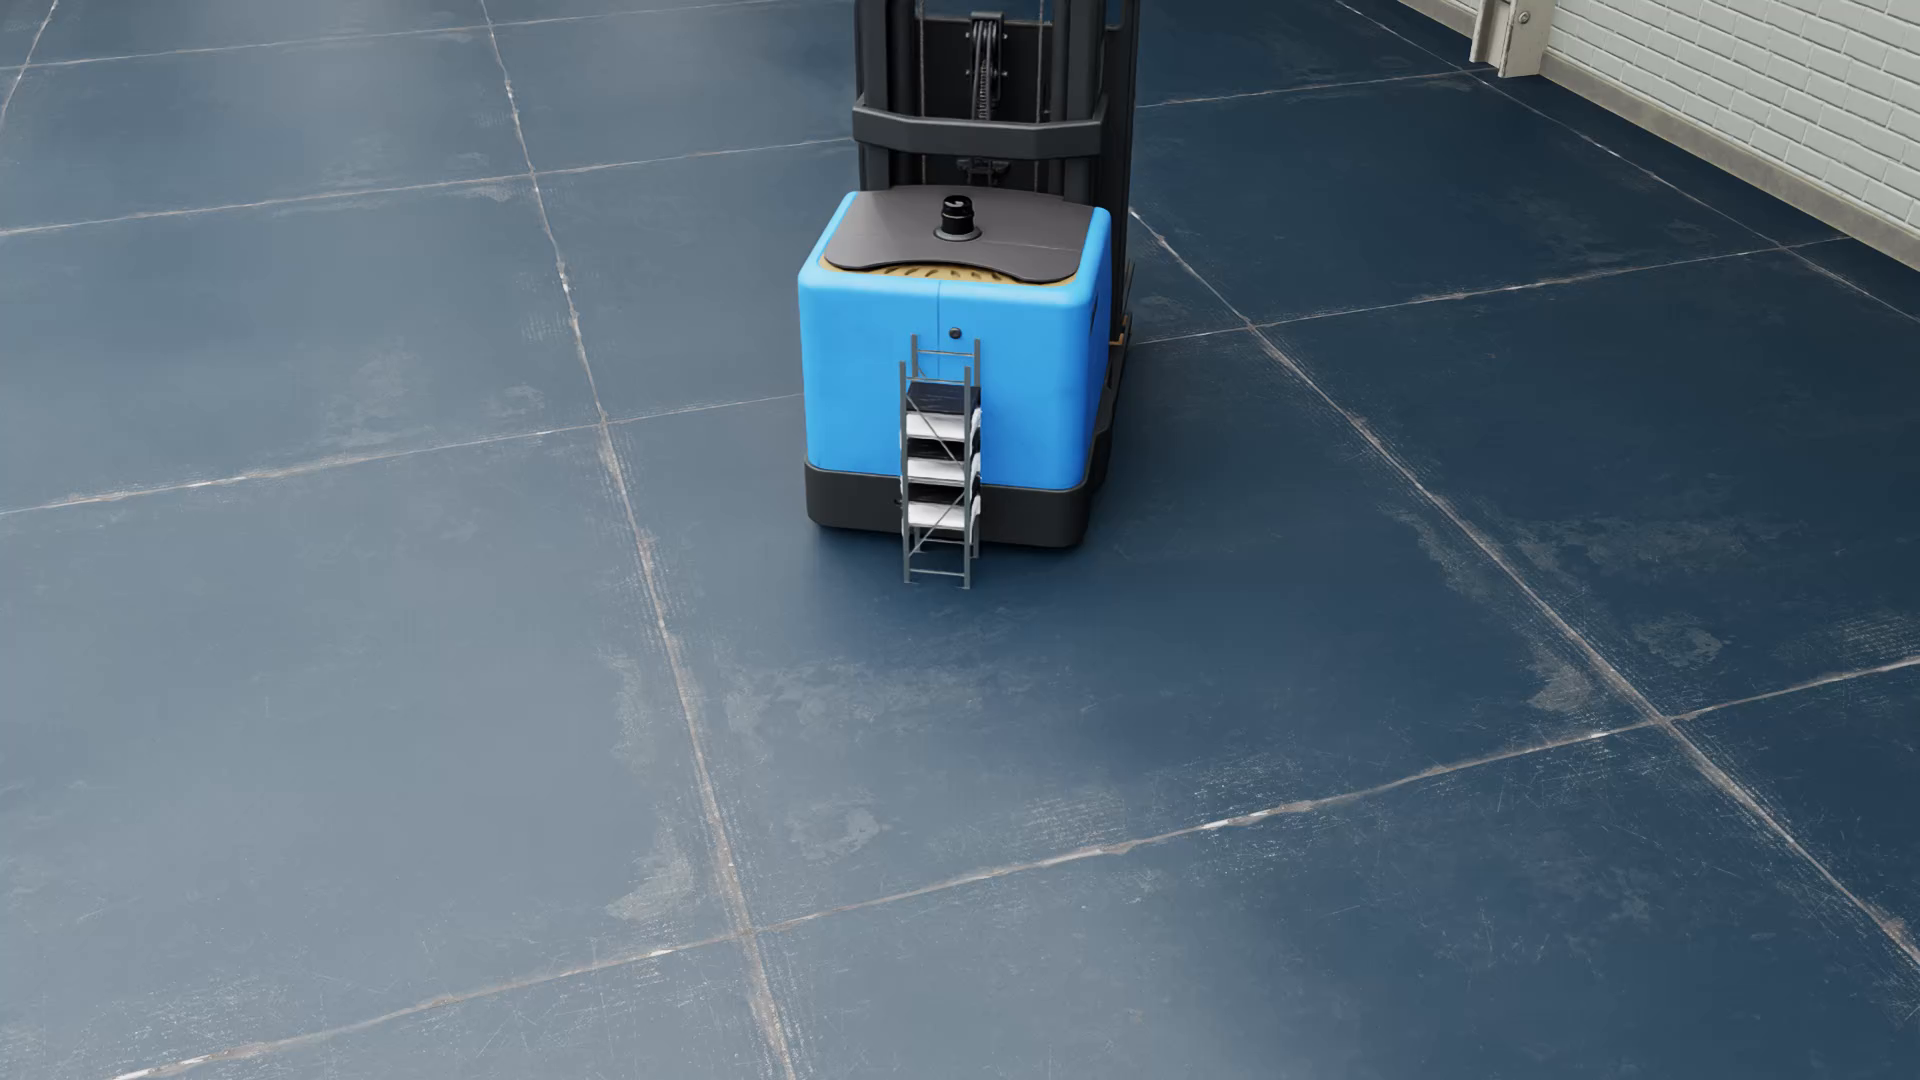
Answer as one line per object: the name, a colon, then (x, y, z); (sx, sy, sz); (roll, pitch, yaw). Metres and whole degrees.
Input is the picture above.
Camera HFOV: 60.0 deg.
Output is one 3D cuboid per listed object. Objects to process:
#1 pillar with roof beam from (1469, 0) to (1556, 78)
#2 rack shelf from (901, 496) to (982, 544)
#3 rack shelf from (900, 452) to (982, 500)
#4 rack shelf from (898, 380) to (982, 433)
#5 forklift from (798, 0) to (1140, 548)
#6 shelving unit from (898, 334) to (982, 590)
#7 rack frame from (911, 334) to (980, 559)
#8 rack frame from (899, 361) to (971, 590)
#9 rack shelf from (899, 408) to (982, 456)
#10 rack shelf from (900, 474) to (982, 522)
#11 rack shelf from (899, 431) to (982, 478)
pillar with roof beam: (-0.497, -6.157, 7.406); (9.100, 9.000, 0.400); (-10, 35, -15)
rack shelf: (-0.066, -0.085, 5.949); (0.258, 0.077, 0.200); (5, 34, 8)
rack shelf: (-0.066, -0.235, 5.850); (0.258, 0.077, 0.200); (5, 34, 8)
rack shelf: (-0.066, -0.460, 5.701); (0.258, 0.077, 0.200); (5, 34, 8)
forklift: (0.179, -1.996, 6.613); (1.130, 2.935, 3.031); (5, 34, 8)
shelving unit: (-0.066, -0.263, 5.831); (0.258, 0.900, 0.210); (5, 34, 8)
rack frame: (-0.049, -0.318, 5.915); (0.240, 0.900, 0.006); (5, 34, 8)
rack frame: (-0.083, -0.208, 5.748); (0.240, 0.900, 0.006); (5, 34, 8)
rack shelf: (-0.066, -0.385, 5.751); (0.258, 0.077, 0.200); (5, 34, 8)
rack shelf: (-0.066, -0.160, 5.899); (0.258, 0.077, 0.200); (5, 34, 8)
rack shelf: (-0.066, -0.310, 5.800); (0.258, 0.077, 0.200); (5, 34, 8)
